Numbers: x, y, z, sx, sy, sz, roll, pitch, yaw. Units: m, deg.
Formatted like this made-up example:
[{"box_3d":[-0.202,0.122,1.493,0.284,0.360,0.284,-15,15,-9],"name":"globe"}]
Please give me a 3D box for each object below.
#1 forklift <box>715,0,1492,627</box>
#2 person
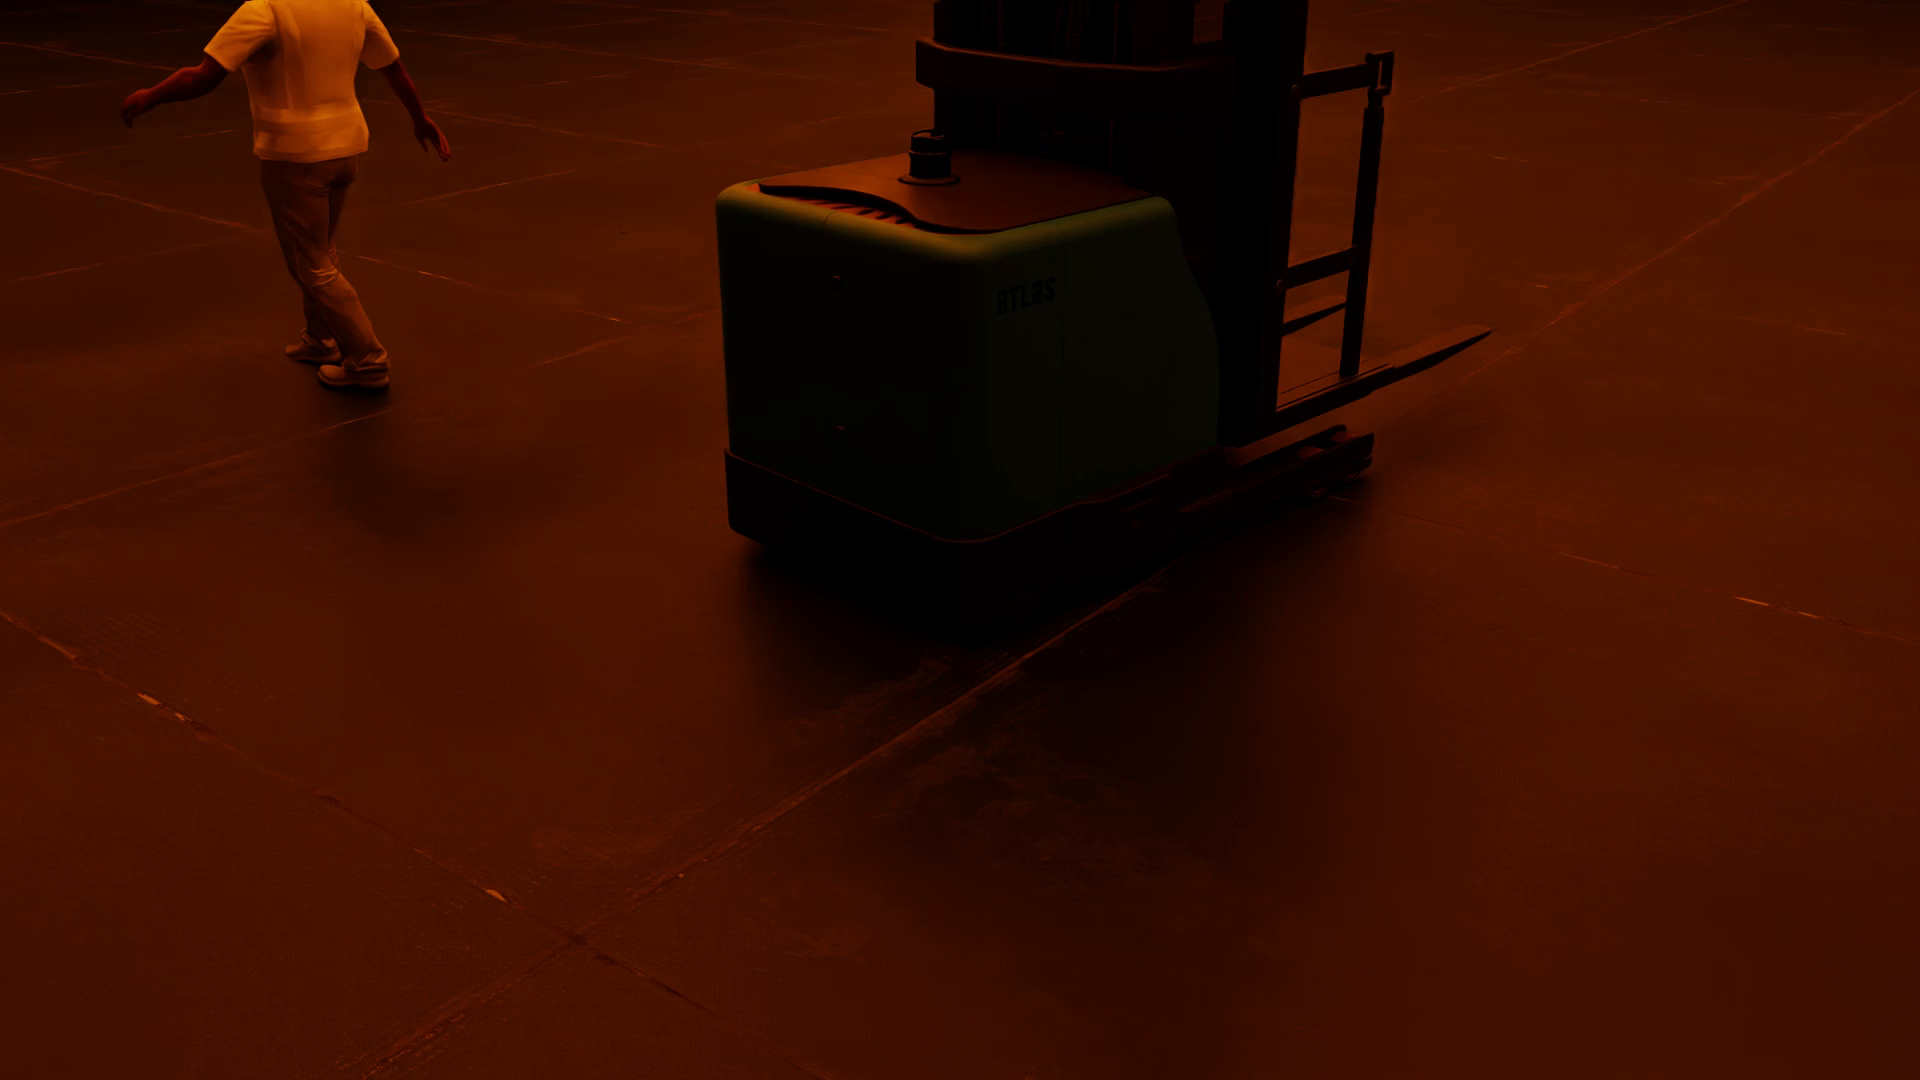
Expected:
[{"box_3d":[0.711,-1.609,5.040,3.031,2.935,1.130,-22,32,-40],"name":"forklift"},{"box_3d":[-2.453,-1.458,6.217,0.740,1.749,1.033,10,25,22],"name":"person"}]
